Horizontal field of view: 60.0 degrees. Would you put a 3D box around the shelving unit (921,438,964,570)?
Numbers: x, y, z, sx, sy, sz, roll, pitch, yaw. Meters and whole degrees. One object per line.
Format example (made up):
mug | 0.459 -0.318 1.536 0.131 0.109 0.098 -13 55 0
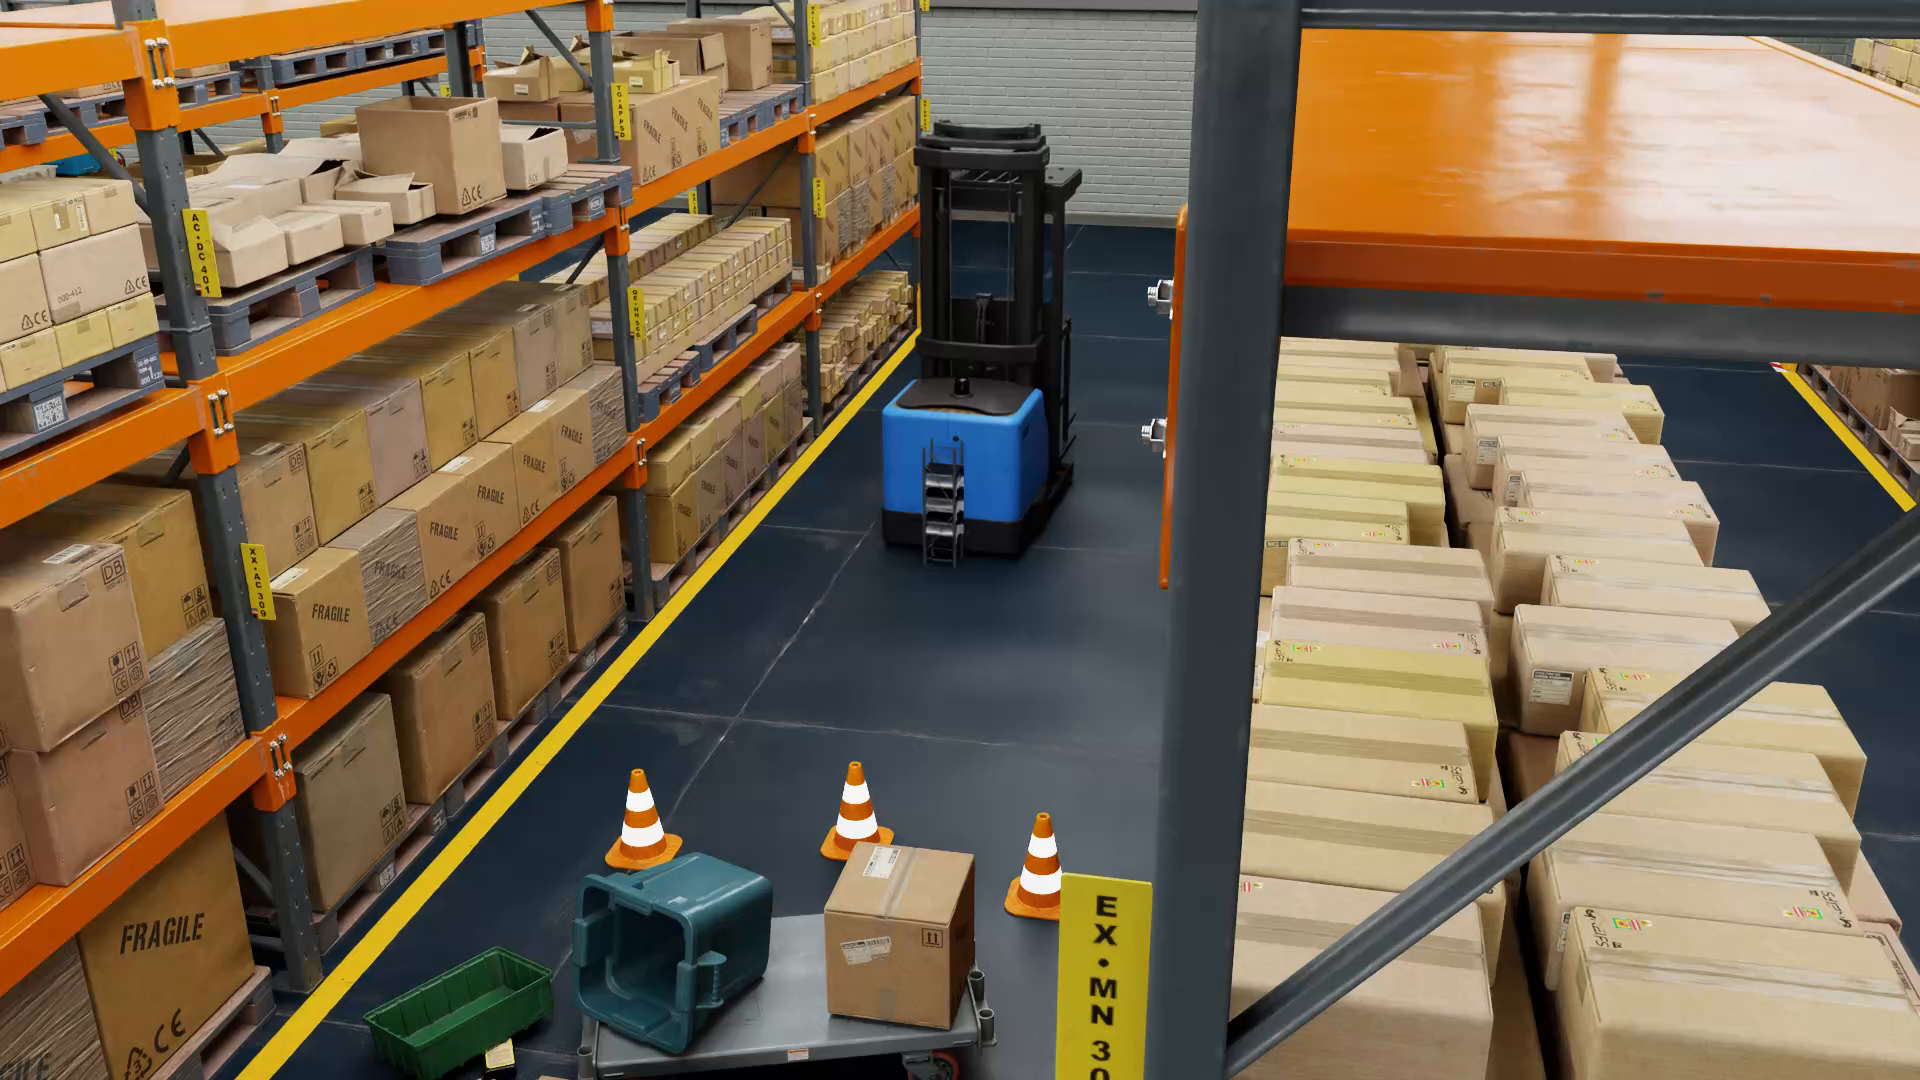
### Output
shelving unit | -0.119 -0.253 11.778 0.258 0.900 0.210 6 23 14

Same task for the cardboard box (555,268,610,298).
cardboard box | -2.672 -1.840 11.884 0.380 0.149 0.250 4 22 11

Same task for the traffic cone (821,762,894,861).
traffic cone | -0.523 1.339 8.408 0.336 0.463 0.334 4 22 11

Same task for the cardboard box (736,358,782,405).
cardboard box | -1.742 -1.265 13.260 0.500 0.250 0.500 6 23 13

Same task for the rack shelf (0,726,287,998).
rack shelf | -3.760 1.630 5.254 1.077 0.370 4.000 4 22 11

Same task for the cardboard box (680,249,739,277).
cardboard box | -1.877 -2.077 12.473 0.380 0.149 0.250 3 22 9

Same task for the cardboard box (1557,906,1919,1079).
cardboard box | 0.970 0.609 2.080 0.380 0.149 0.250 4 22 11

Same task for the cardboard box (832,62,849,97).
cardboard box | -1.274 -4.016 14.495 0.500 0.250 0.500 4 22 10

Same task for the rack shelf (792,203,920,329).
rack shelf | -1.312 -2.759 16.151 1.077 0.370 4.000 4 22 11

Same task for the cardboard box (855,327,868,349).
cardboard box | -1.104 -1.955 16.050 0.380 0.149 0.250 4 22 11

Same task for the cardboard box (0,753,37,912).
cardboard box | -3.731 1.023 5.599 0.875 0.550 0.550 4 22 11

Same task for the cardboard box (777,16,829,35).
cardboard box | -1.340 -4.381 14.198 0.380 0.149 0.250 4 22 10

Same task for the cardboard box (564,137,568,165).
cardboard box | -2.443 -2.186 9.369 0.380 0.166 0.250 4 22 11

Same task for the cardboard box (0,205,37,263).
cardboard box | -3.218 -0.979 5.326 0.380 0.149 0.250 4 22 11

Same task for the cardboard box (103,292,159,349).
cardboard box | -3.114 -0.794 5.934 0.380 0.149 0.250 4 22 11

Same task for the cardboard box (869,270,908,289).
cardboard box | -0.764 -2.759 17.647 0.380 0.149 0.250 5 22 12

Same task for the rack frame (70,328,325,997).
rack frame | -3.352 0.565 6.936 1.000 3.000 0.127 4 22 11

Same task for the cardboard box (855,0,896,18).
cardboard box | -0.830 -5.137 16.076 0.380 0.149 0.250 5 22 12

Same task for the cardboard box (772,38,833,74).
cardboard box | -1.387 -4.072 13.966 0.500 0.250 0.500 5 23 13

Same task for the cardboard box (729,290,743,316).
cardboard box | -1.870 -1.802 12.587 0.380 0.149 0.250 5 23 13

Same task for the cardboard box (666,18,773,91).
cardboard box | -1.905 -3.863 13.220 0.700 0.500 0.500 4 22 11

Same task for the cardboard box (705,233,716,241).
cardboard box | -2.251 -2.468 13.843 0.380 0.149 0.250 5 22 12

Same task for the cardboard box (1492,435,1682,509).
cardboard box | 1.464 -0.127 3.908 0.380 0.149 0.250 5 22 12

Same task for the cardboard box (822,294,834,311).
cardboard box | -1.494 -2.416 16.796 0.380 0.149 0.250 5 23 13

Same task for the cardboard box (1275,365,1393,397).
cardboard box | 0.963 -0.362 4.491 0.380 0.149 0.250 4 22 11

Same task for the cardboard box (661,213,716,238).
cardboard box | -2.251 -2.606 13.787 0.380 0.149 0.250 6 23 14

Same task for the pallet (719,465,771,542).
pallet | -2.124 -0.335 12.903 1.003 0.211 1.213 4 22 11

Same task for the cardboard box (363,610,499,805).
cardboard box | -3.113 0.827 8.734 1.050 0.750 0.750 4 22 11

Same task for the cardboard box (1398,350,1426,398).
cardboard box | 1.156 -0.415 5.155 0.500 0.250 0.500 4 22 10

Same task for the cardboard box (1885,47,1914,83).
cardboard box | 8.264 -4.051 14.185 0.500 0.250 0.500 4 22 9

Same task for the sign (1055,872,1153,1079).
sign | 0.159 0.516 1.856 0.100 0.325 0.005 4 22 11

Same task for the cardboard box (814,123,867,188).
cardboard box | -1.165 -3.528 15.228 0.500 0.500 0.500 5 22 12

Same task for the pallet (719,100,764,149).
pallet | -2.159 -3.068 12.192 1.213 0.211 1.003 4 22 11

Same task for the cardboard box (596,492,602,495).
cardboard box | -2.658 -0.194 11.604 0.500 0.500 0.500 4 22 11

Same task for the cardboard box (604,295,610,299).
cardboard box | -2.673 -1.706 11.951 0.380 0.149 0.250 4 22 11

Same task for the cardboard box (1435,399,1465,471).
cardboard box | 1.585 -0.188 4.592 0.500 0.250 0.500 4 22 10

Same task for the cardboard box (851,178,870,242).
cardboard box | -1.140 -3.070 15.430 0.500 0.500 0.500 4 22 10

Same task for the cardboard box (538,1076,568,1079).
cardboard box | -1.239 2.285 5.824 0.797 0.637 0.503 4 22 11

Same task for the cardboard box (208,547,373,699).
cardboard box | -2.982 0.347 7.344 0.500 0.500 0.500 5 22 12

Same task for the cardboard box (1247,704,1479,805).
cardboard box | 0.602 0.391 2.621 0.380 0.149 0.250 4 22 10

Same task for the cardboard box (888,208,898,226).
cardboard box | -0.847 -3.290 16.845 0.380 0.149 0.250 5 22 12

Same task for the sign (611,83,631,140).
sign | -1.994 -2.521 9.784 0.100 0.325 0.005 4 22 11

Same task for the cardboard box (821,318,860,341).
cardboard box | -1.166 -1.996 15.752 0.380 0.149 0.250 5 22 12

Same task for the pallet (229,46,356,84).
pallet | -6.378 -4.425 15.428 1.003 0.211 1.213 4 22 11

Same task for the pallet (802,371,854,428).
pallet | -1.618 -1.316 15.338 1.003 0.211 1.213 4 22 11

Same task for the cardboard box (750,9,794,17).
cardboard box | -1.685 -4.710 15.015 0.380 0.149 0.250 4 22 11

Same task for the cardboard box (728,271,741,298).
cardboard box | -1.873 -1.934 12.517 0.380 0.149 0.250 5 22 11

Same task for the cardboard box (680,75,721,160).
cardboard box | -1.967 -2.891 11.368 0.500 0.500 0.500 4 22 11

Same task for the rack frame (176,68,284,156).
rack frame | -6.555 -2.776 15.231 1.000 3.000 0.127 4 22 11

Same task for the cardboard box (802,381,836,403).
cardboard box | -1.331 -1.342 14.924 0.380 0.149 0.250 3 22 9

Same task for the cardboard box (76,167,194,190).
cardboard box | -6.829 -2.803 13.822 0.797 0.503 0.637 5 22 12

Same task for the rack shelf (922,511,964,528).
rack shelf | -0.119 -0.139 11.824 0.258 0.077 0.200 6 23 14

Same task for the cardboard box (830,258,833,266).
cardboard box | -1.359 -2.525 14.943 0.380 0.149 0.250 3 22 9

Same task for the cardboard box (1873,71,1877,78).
cardboard box | 8.502 -4.185 15.050 0.380 0.149 0.250 5 22 12

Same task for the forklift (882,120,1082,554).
forklift | 0.301 -1.782 12.856 1.130 2.935 3.031 6 23 14

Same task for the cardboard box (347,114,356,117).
cardboard box | -6.203 -4.317 17.857 0.500 0.500 0.500 4 22 10
